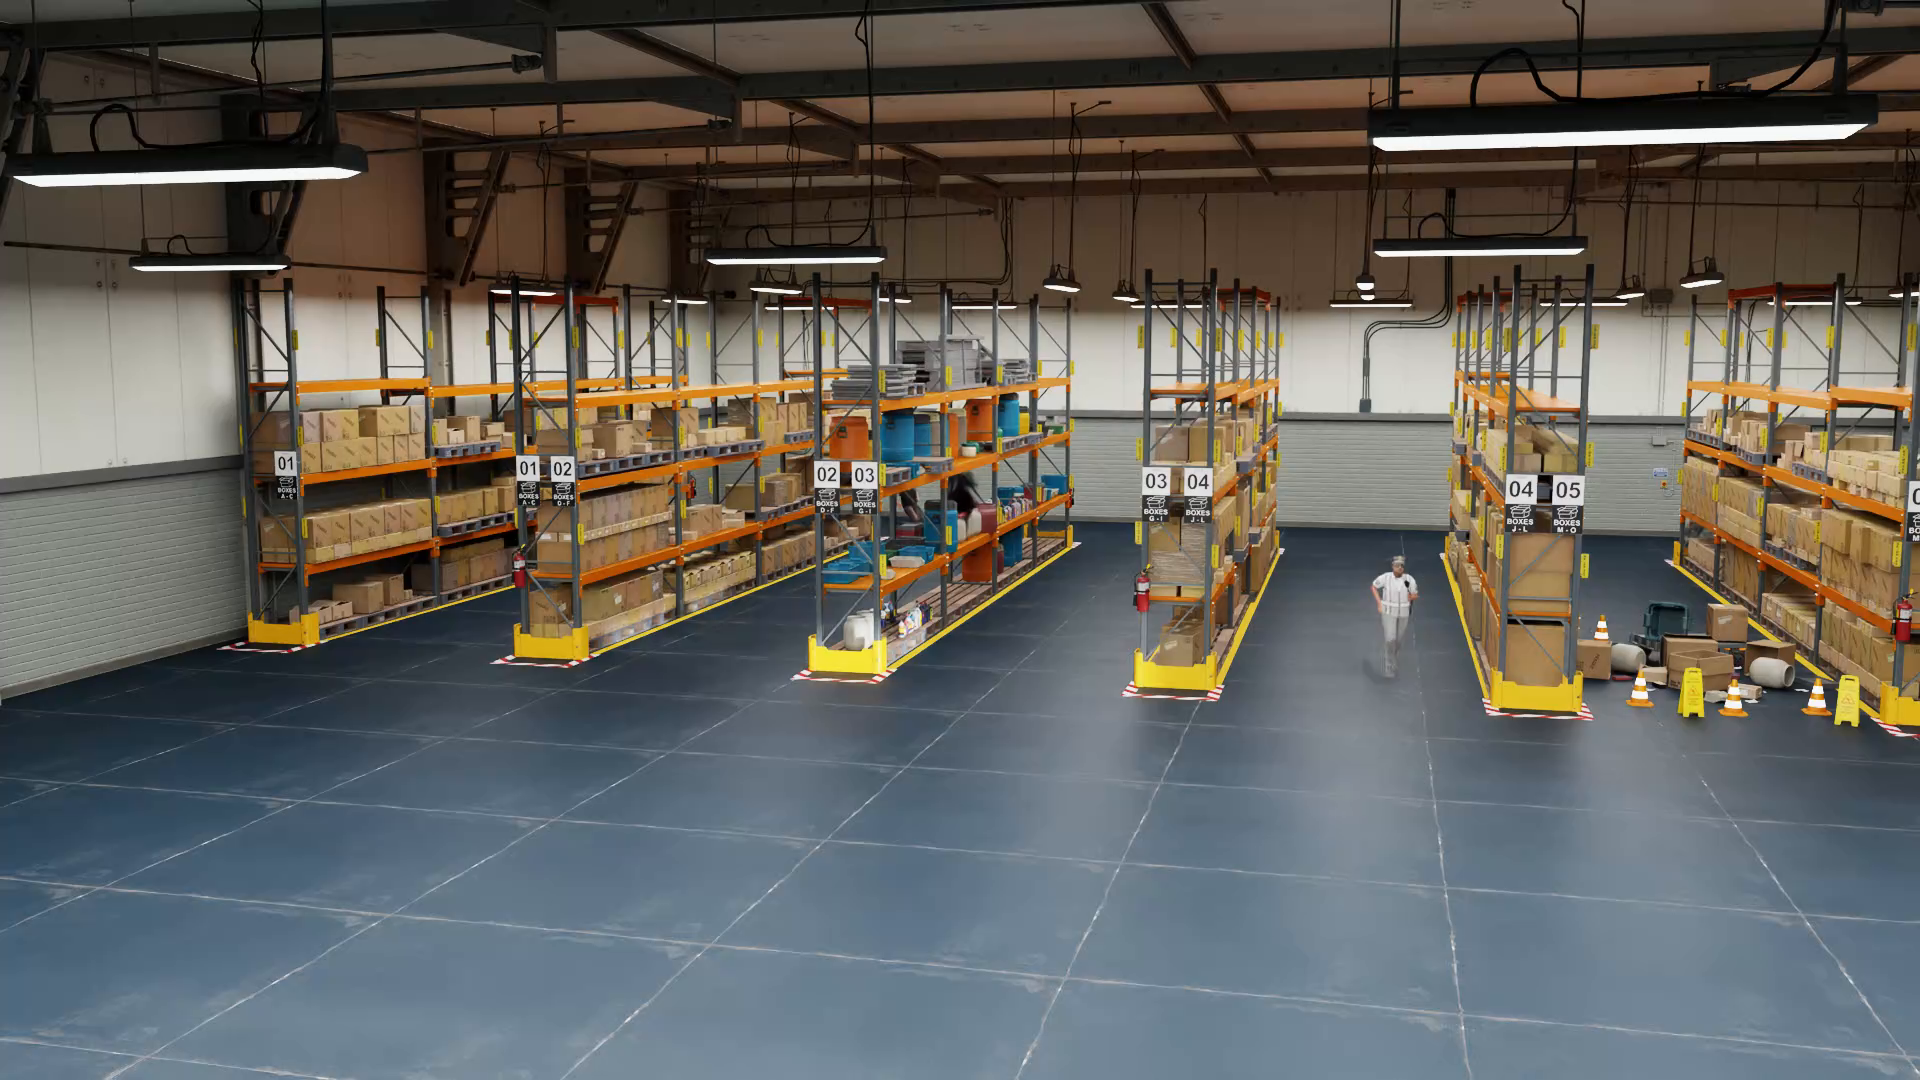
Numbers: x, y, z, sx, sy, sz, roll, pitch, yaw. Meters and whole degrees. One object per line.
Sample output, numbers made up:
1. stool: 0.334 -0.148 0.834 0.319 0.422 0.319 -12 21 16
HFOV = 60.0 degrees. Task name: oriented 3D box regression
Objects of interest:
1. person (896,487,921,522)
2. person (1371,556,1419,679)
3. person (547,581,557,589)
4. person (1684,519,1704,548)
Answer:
1. person: -1.255 -0.845 41.940 0.717 1.656 0.829 -6 9 -41
2. person: 6.548 1.152 24.972 0.642 1.843 0.789 0 7 -2
3. person: -7.579 0.509 30.928 0.514 1.631 0.653 1 7 8
4. person: 16.949 -0.403 38.332 0.637 1.706 0.669 -6 9 -43
